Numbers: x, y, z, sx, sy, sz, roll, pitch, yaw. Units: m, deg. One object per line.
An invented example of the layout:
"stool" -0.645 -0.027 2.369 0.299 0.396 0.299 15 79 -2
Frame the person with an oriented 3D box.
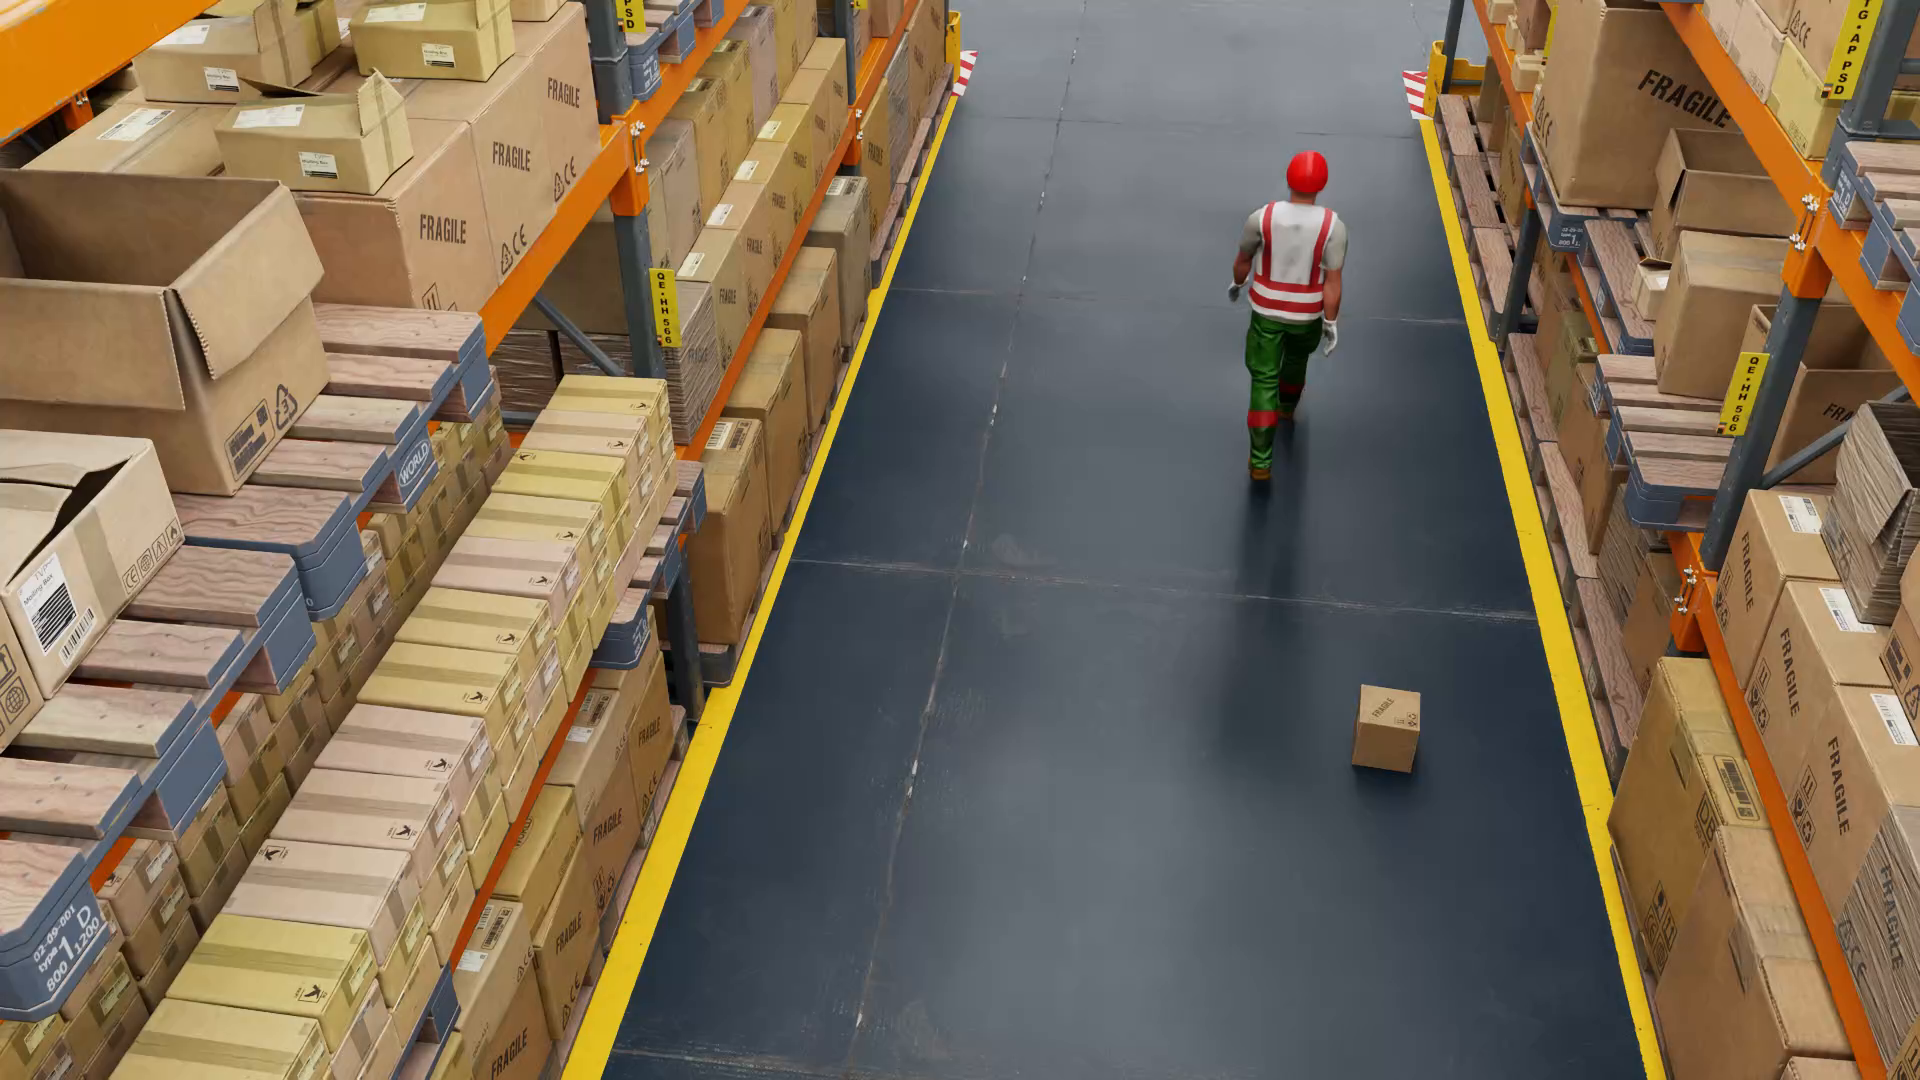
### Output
"person" 1.705 -1.263 8.772 0.583 1.740 1.057 5 36 7
